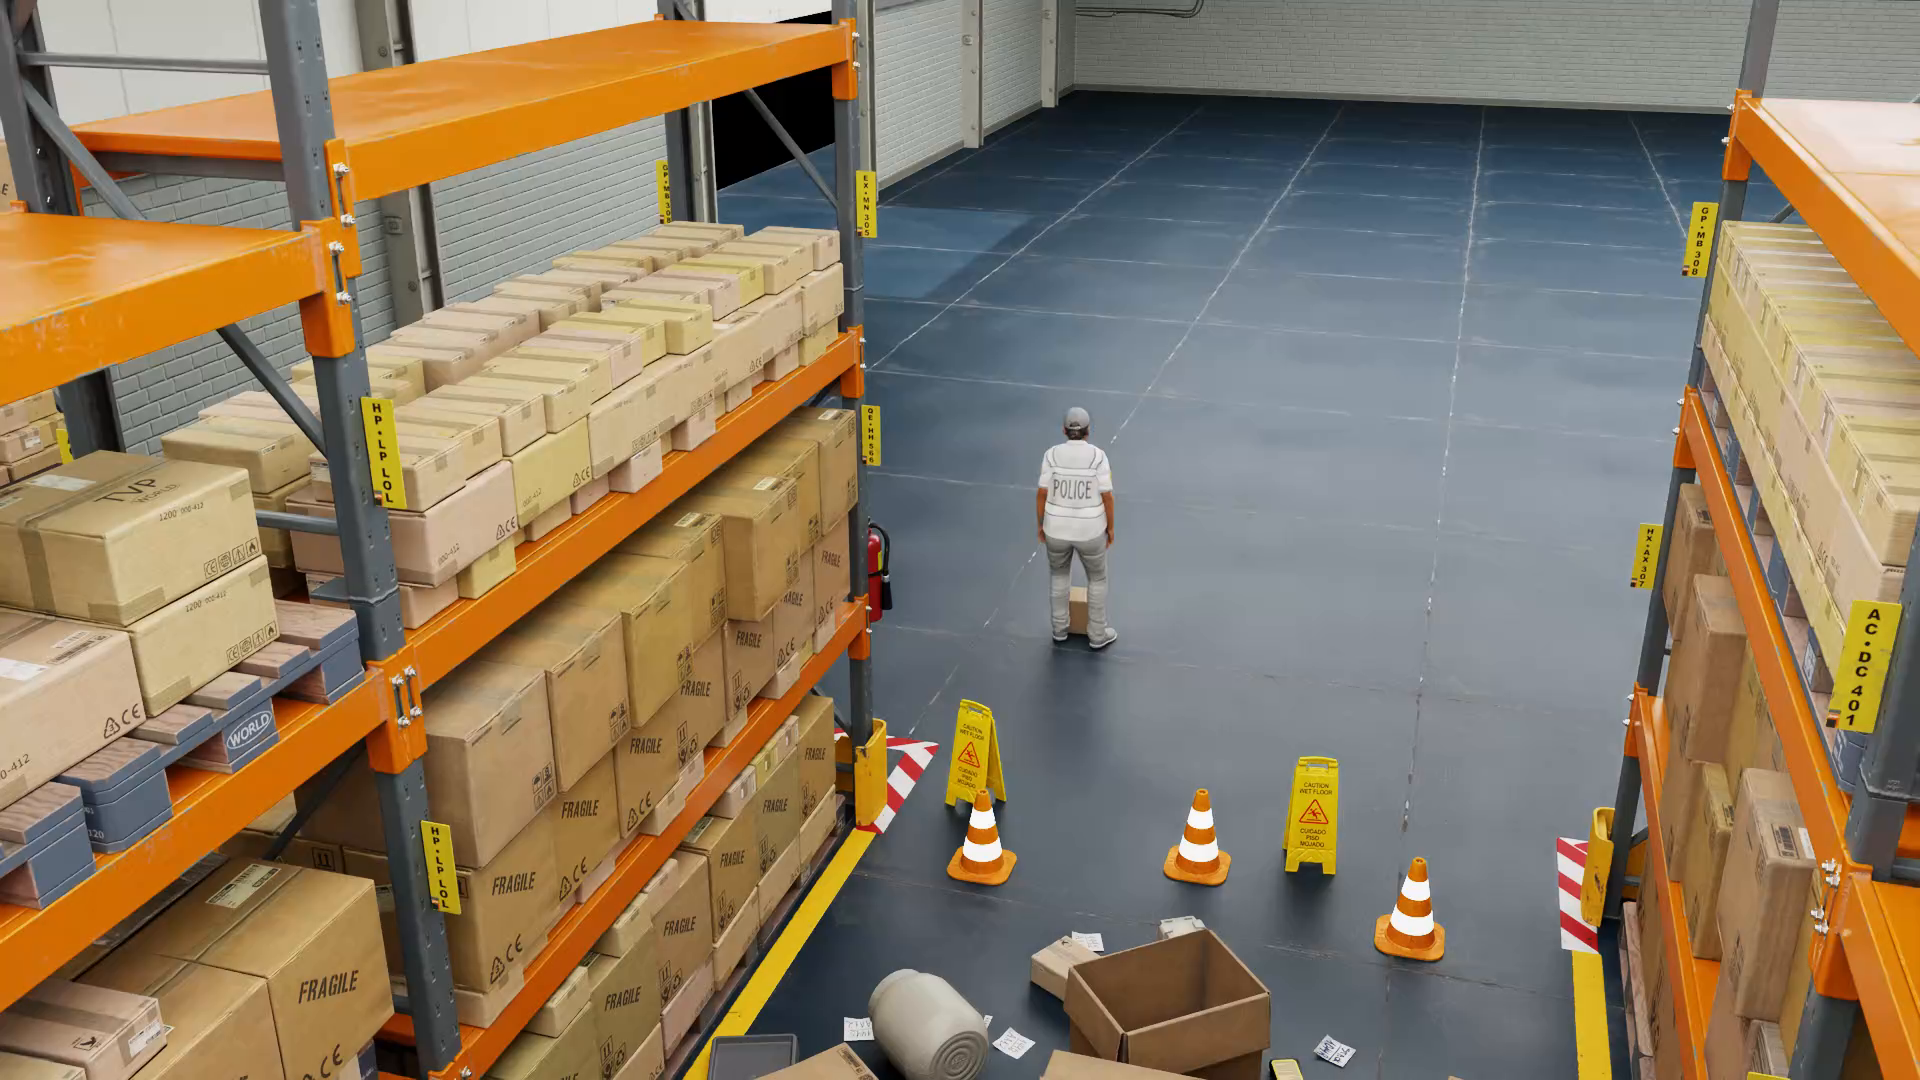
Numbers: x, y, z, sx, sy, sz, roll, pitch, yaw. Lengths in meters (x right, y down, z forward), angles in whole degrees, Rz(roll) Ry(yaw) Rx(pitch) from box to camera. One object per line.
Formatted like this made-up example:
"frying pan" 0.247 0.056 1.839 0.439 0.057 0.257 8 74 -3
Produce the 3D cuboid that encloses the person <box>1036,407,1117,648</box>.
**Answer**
"person" 0.799 -0.079 11.277 0.563 1.665 0.470 5 23 12
